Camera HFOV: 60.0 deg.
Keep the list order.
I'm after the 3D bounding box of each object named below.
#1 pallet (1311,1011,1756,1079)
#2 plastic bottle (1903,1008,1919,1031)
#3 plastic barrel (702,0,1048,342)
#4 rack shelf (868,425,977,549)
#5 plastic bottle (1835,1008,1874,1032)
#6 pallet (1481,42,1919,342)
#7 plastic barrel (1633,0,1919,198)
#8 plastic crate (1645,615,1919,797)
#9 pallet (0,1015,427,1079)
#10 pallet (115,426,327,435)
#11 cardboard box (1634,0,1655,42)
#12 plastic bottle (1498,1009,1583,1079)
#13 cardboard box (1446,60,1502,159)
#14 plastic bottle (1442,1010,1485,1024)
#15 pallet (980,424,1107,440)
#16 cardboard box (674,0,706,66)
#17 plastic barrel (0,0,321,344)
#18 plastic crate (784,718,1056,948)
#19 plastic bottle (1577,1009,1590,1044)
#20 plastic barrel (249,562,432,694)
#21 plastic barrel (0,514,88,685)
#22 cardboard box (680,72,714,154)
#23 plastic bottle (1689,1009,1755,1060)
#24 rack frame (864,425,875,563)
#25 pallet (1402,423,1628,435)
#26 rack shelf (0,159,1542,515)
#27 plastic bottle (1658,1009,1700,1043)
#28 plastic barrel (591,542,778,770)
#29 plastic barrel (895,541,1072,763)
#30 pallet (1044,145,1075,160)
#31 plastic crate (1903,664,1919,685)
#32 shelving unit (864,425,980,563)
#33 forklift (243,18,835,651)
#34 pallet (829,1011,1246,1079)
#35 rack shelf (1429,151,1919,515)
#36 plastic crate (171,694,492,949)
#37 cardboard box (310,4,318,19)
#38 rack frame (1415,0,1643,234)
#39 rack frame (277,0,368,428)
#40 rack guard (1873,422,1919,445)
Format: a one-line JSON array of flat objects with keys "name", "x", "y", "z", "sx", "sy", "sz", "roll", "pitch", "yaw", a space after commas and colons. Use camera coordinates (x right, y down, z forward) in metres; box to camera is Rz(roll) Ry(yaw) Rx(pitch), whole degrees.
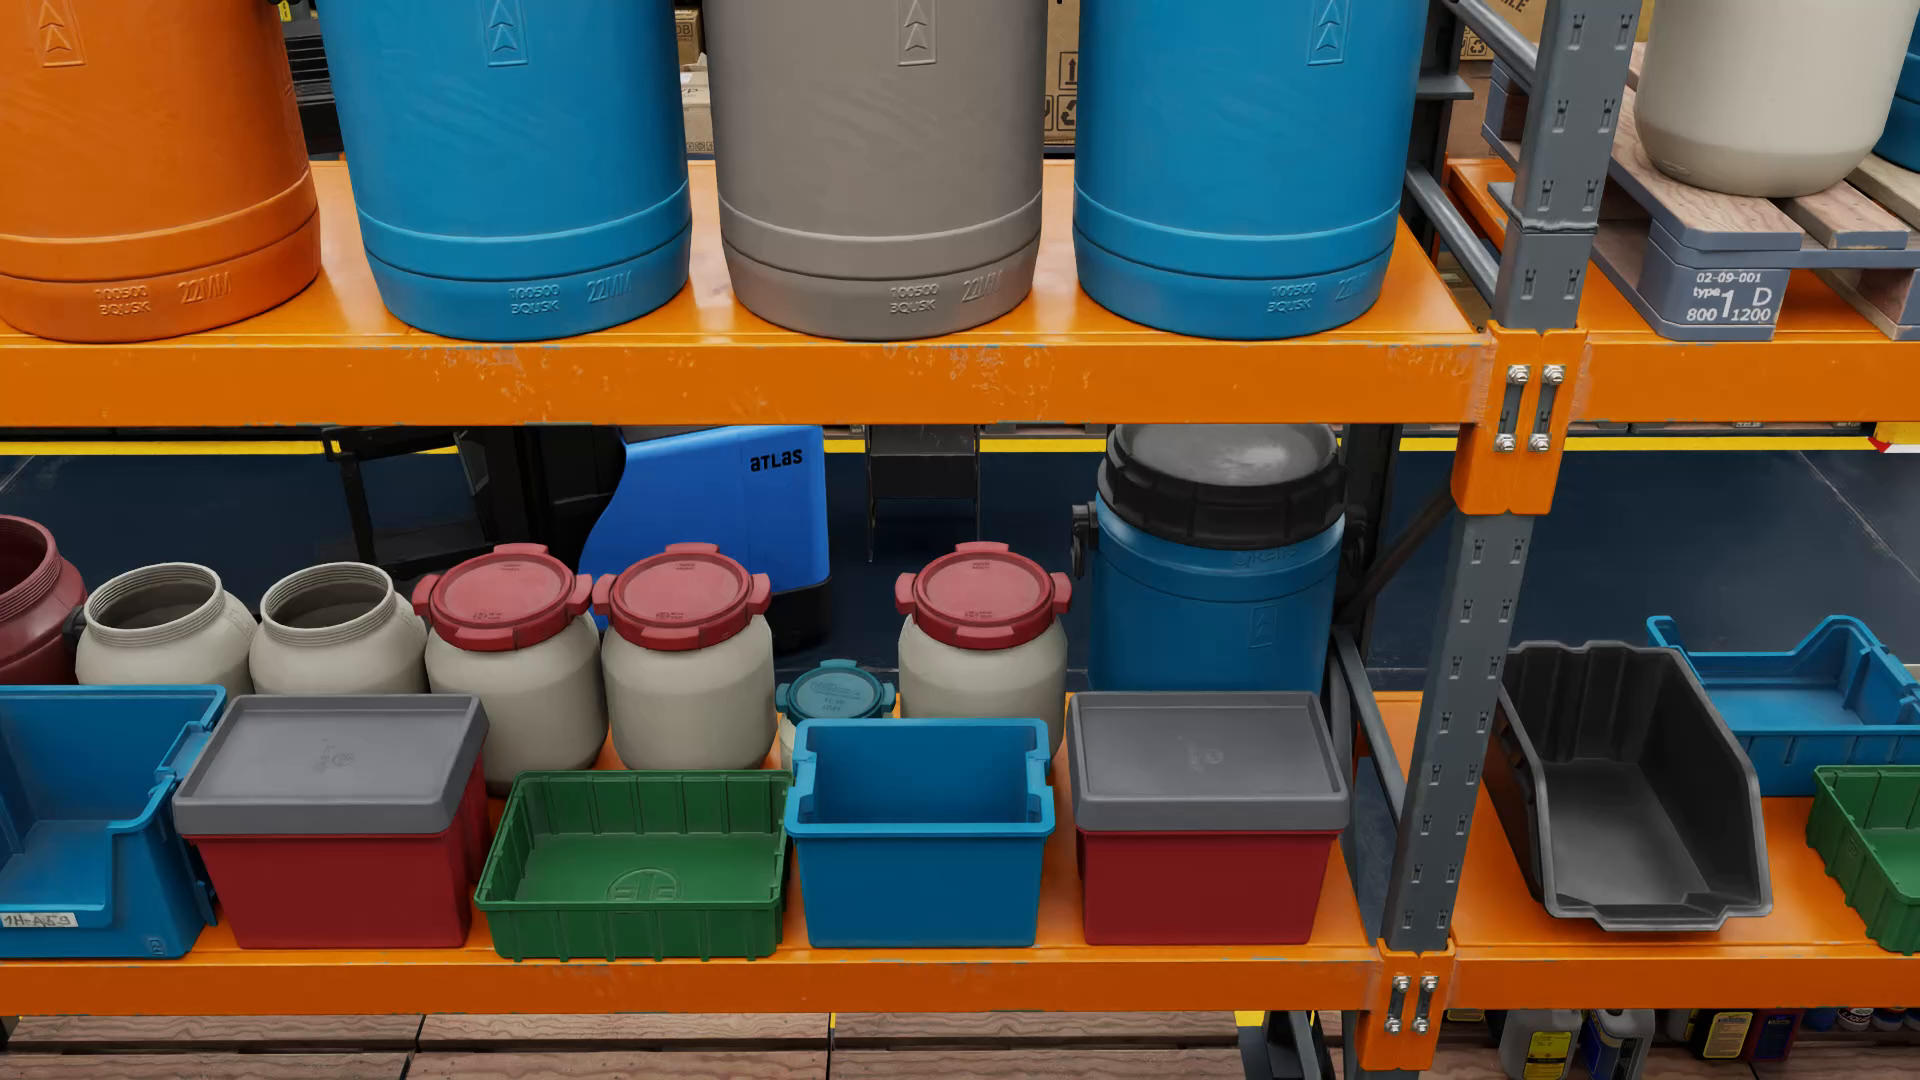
[{"name": "pallet", "x": 1.687, "y": 1.716, "z": 4.719, "sx": 1.213, "sy": 0.211, "sz": 1.003, "roll": 0, "pitch": 31, "yaw": 0}, {"name": "plastic bottle", "x": 2.858, "y": 1.315, "z": 4.897, "sx": 0.097, "sy": 0.271, "sz": 0.097, "roll": 0, "pitch": 31, "yaw": 0}, {"name": "plastic barrel", "x": -0.146, "y": -0.876, "z": 2.928, "sx": 0.600, "sy": 0.901, "sz": 0.600, "roll": 0, "pitch": 31, "yaw": 0}, {"name": "rack shelf", "x": -0.166, "y": -0.287, "z": 7.575, "sx": 0.480, "sy": 0.518, "sz": 0.431, "roll": 0, "pitch": 31, "yaw": 0}, {"name": "plastic bottle", "x": 2.658, "y": 1.346, "z": 4.914, "sx": 0.097, "sy": 0.201, "sz": 0.097, "roll": 0, "pitch": 31, "yaw": 0}, {"name": "pallet", "x": 1.736, "y": -0.751, "z": 3.386, "sx": 1.003, "sy": 0.211, "sz": 1.213, "roll": 0, "pitch": 31, "yaw": 0}, {"name": "plastic barrel", "x": 1.447, "y": -0.905, "z": 2.946, "sx": 0.421, "sy": 0.512, "sz": 0.421, "roll": 0, "pitch": 31, "yaw": 0}, {"name": "plastic crate", "x": 2.120, "y": 0.423, "z": 4.304, "sx": 0.616, "sy": 0.251, "sz": 0.499, "roll": 0, "pitch": 31, "yaw": 0}, {"name": "pallet", "x": -2.210, "y": 1.726, "z": 4.701, "sx": 1.213, "sy": 0.211, "sz": 1.003, "roll": 0, "pitch": 31, "yaw": 0}, {"name": "pallet", "x": -3.803, "y": -0.897, "z": 9.025, "sx": 1.213, "sy": 0.211, "sz": 1.003, "roll": 0, "pitch": 31, "yaw": 0}, {"name": "cardboard box", "x": 2.937, "y": -2.543, "z": 7.703, "sx": 0.500, "sy": 0.500, "sz": 0.500, "roll": 0, "pitch": 31, "yaw": 0}, {"name": "plastic bottle", "x": 1.658, "y": 1.372, "z": 4.727, "sx": 0.185, "sy": 0.351, "sz": 0.144, "roll": 0, "pitch": 31, "yaw": 0}, {"name": "cardboard box", "x": 2.435, "y": -2.241, "z": 8.169, "sx": 0.500, "sy": 0.500, "sz": 0.875, "roll": 0, "pitch": 31, "yaw": 0}, {"name": "plastic bottle", "x": 1.494, "y": 1.305, "z": 4.902, "sx": 0.133, "sy": 0.283, "sz": 0.061, "roll": 1, "pitch": 31, "yaw": 2}, {"name": "pallet", "x": 0.207, "y": -0.870, "z": 8.980, "sx": 1.213, "sy": 0.211, "sz": 1.003, "roll": 0, "pitch": 31, "yaw": 0}, {"name": "cardboard box", "x": -2.334, "y": -3.799, "z": 12.883, "sx": 0.750, "sy": 0.750, "sz": 1.050, "roll": -1, "pitch": 31, "yaw": -1}, {"name": "plastic barrel", "x": -1.508, "y": -0.842, "z": 2.939, "sx": 0.708, "sy": 0.830, "sz": 0.600, "roll": 0, "pitch": 31, "yaw": 0}, {"name": "plastic crate", "x": -0.086, "y": 0.676, "z": 3.760, "sx": 0.575, "sy": 0.384, "sz": 0.392, "roll": 0, "pitch": 31, "yaw": 0}, {"name": "plastic bottle", "x": 1.849, "y": 1.296, "z": 4.851, "sx": 0.185, "sy": 0.351, "sz": 0.144, "roll": -2, "pitch": 31, "yaw": -3}, {"name": "plastic barrel", "x": -1.536, "y": 0.353, "z": 4.168, "sx": 0.421, "sy": 0.512, "sz": 0.421, "roll": 0, "pitch": 31, "yaw": 0}, {"name": "plastic barrel", "x": -2.522, "y": 0.300, "z": 4.233, "sx": 0.708, "sy": 0.536, "sz": 0.600, "roll": 0, "pitch": 31, "yaw": 0}, {"name": "cardboard box", "x": -1.337, "y": -2.054, "z": 7.983, "sx": 0.500, "sy": 0.250, "sz": 0.500, "roll": -1, "pitch": 31, "yaw": -2}, {"name": "plastic bottle", "x": 2.199, "y": 1.377, "z": 4.783, "sx": 0.133, "sy": 0.283, "sz": 0.061, "roll": 0, "pitch": 31, "yaw": 0}, {"name": "rack frame", "x": -0.410, "y": -0.896, "z": 7.203, "sx": 0.015, "sy": 2.100, "sz": 0.400, "roll": 0, "pitch": 31, "yaw": 0}, {"name": "pallet", "x": 2.880, "y": -0.899, "z": 9.028, "sx": 1.213, "sy": 0.211, "sz": 1.003, "roll": 0, "pitch": 31, "yaw": 0}, {"name": "rack shelf", "x": -0.985, "y": -0.465, "z": 3.426, "sx": 4.000, "sy": 0.370, "sz": 1.077, "roll": 0, "pitch": 31, "yaw": 0}, {"name": "plastic bottle", "x": 2.172, "y": 1.295, "z": 4.853, "sx": 0.185, "sy": 0.351, "sz": 0.144, "roll": 0, "pitch": 31, "yaw": -1}, {"name": "plastic barrel", "x": -0.676, "y": 0.337, "z": 4.171, "sx": 0.433, "sy": 0.535, "sz": 0.433, "roll": 0, "pitch": 31, "yaw": 0}, {"name": "plastic barrel", "x": 0.057, "y": 0.335, "z": 4.175, "sx": 0.433, "sy": 0.535, "sz": 0.433, "roll": 0, "pitch": 31, "yaw": 0}, {"name": "pallet", "x": 0.220, "y": -2.056, "z": 8.432, "sx": 1.213, "sy": 0.211, "sz": 1.003, "roll": 0, "pitch": 31, "yaw": 0}, {"name": "plastic crate", "x": 2.637, "y": 0.480, "z": 4.321, "sx": 0.437, "sy": 0.136, "sz": 0.530, "roll": 0, "pitch": 31, "yaw": 0}, {"name": "shelving unit", "x": -0.166, "y": -0.897, "z": 7.205, "sx": 0.503, "sy": 2.100, "sz": 0.431, "roll": 0, "pitch": 31, "yaw": 0}, {"name": "forklift", "x": -2.097, "y": -0.775, "z": 6.202, "sx": 3.031, "sy": 2.935, "sz": 1.130, "roll": -12, "pitch": 33, "yaw": -19}, {"name": "pallet", "x": 0.230, "y": 1.719, "z": 4.714, "sx": 1.213, "sy": 0.211, "sz": 1.003, "roll": 0, "pitch": 31, "yaw": 0}, {"name": "rack shelf", "x": 3.015, "y": -0.477, "z": 3.446, "sx": 4.000, "sy": 0.370, "sz": 1.077, "roll": 0, "pitch": 31, "yaw": 0}, {"name": "plastic crate", "x": -1.367, "y": 0.643, "z": 3.737, "sx": 0.583, "sy": 0.464, "sz": 0.402, "roll": 0, "pitch": 31, "yaw": 0}, {"name": "cardboard box", "x": -4.639, "y": -3.918, "z": 12.598, "sx": 0.500, "sy": 0.250, "sz": 0.500, "roll": 1, "pitch": 31, "yaw": 1}, {"name": "rack frame", "x": 1.015, "y": -2.061, "z": 2.471, "sx": 0.127, "sy": 3.000, "sz": 1.000, "roll": 0, "pitch": 31, "yaw": 0}, {"name": "rack frame", "x": -3.015, "y": -2.053, "z": 8.241, "sx": 0.127, "sy": 3.000, "sz": 1.000, "roll": 0, "pitch": 31, "yaw": 0}, {"name": "rack guard", "x": 4.909, "y": -1.009, "z": 8.931, "sx": 0.348, "sy": 0.500, "sz": 1.175, "roll": 0, "pitch": 31, "yaw": 0}]
